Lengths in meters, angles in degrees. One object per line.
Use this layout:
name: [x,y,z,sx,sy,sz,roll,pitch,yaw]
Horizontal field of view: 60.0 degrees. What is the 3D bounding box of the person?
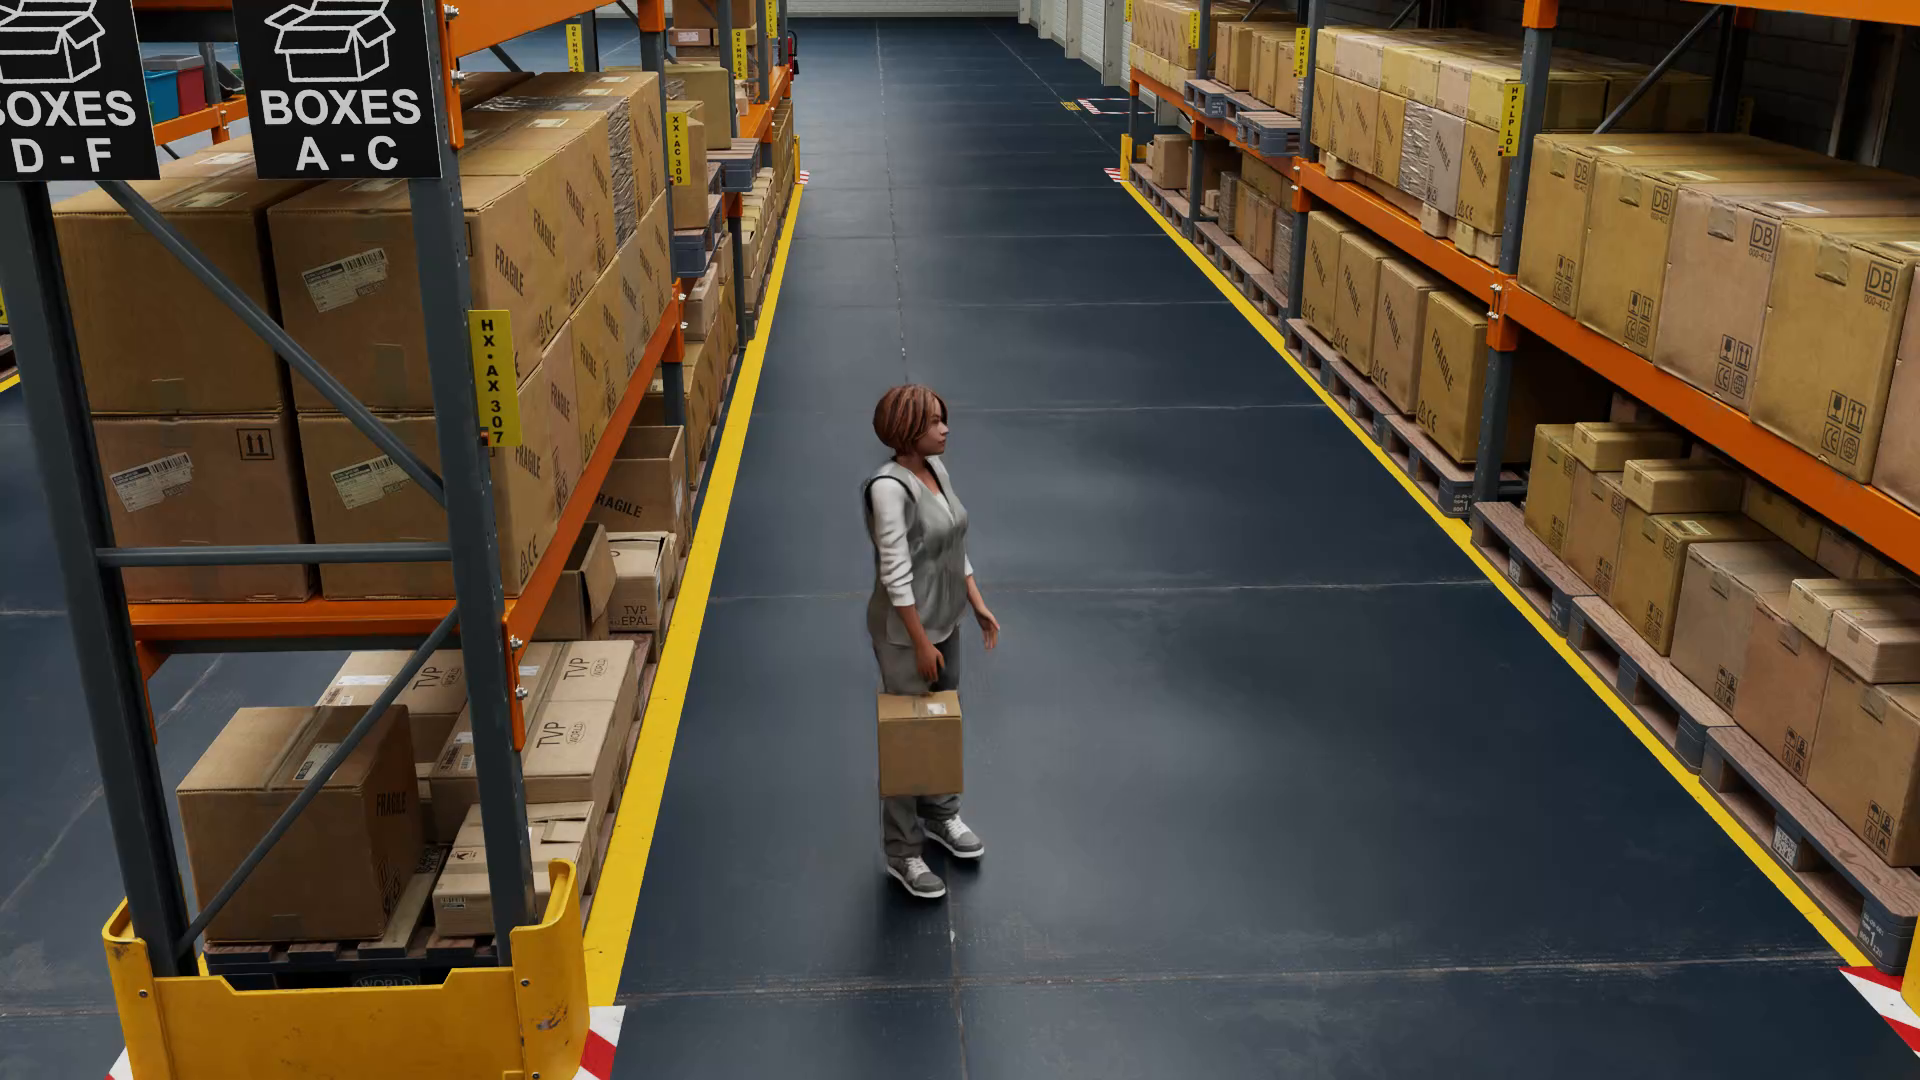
person: [-0.107,0.307,5.228,0.396,1.608,0.472,8,22,21]
